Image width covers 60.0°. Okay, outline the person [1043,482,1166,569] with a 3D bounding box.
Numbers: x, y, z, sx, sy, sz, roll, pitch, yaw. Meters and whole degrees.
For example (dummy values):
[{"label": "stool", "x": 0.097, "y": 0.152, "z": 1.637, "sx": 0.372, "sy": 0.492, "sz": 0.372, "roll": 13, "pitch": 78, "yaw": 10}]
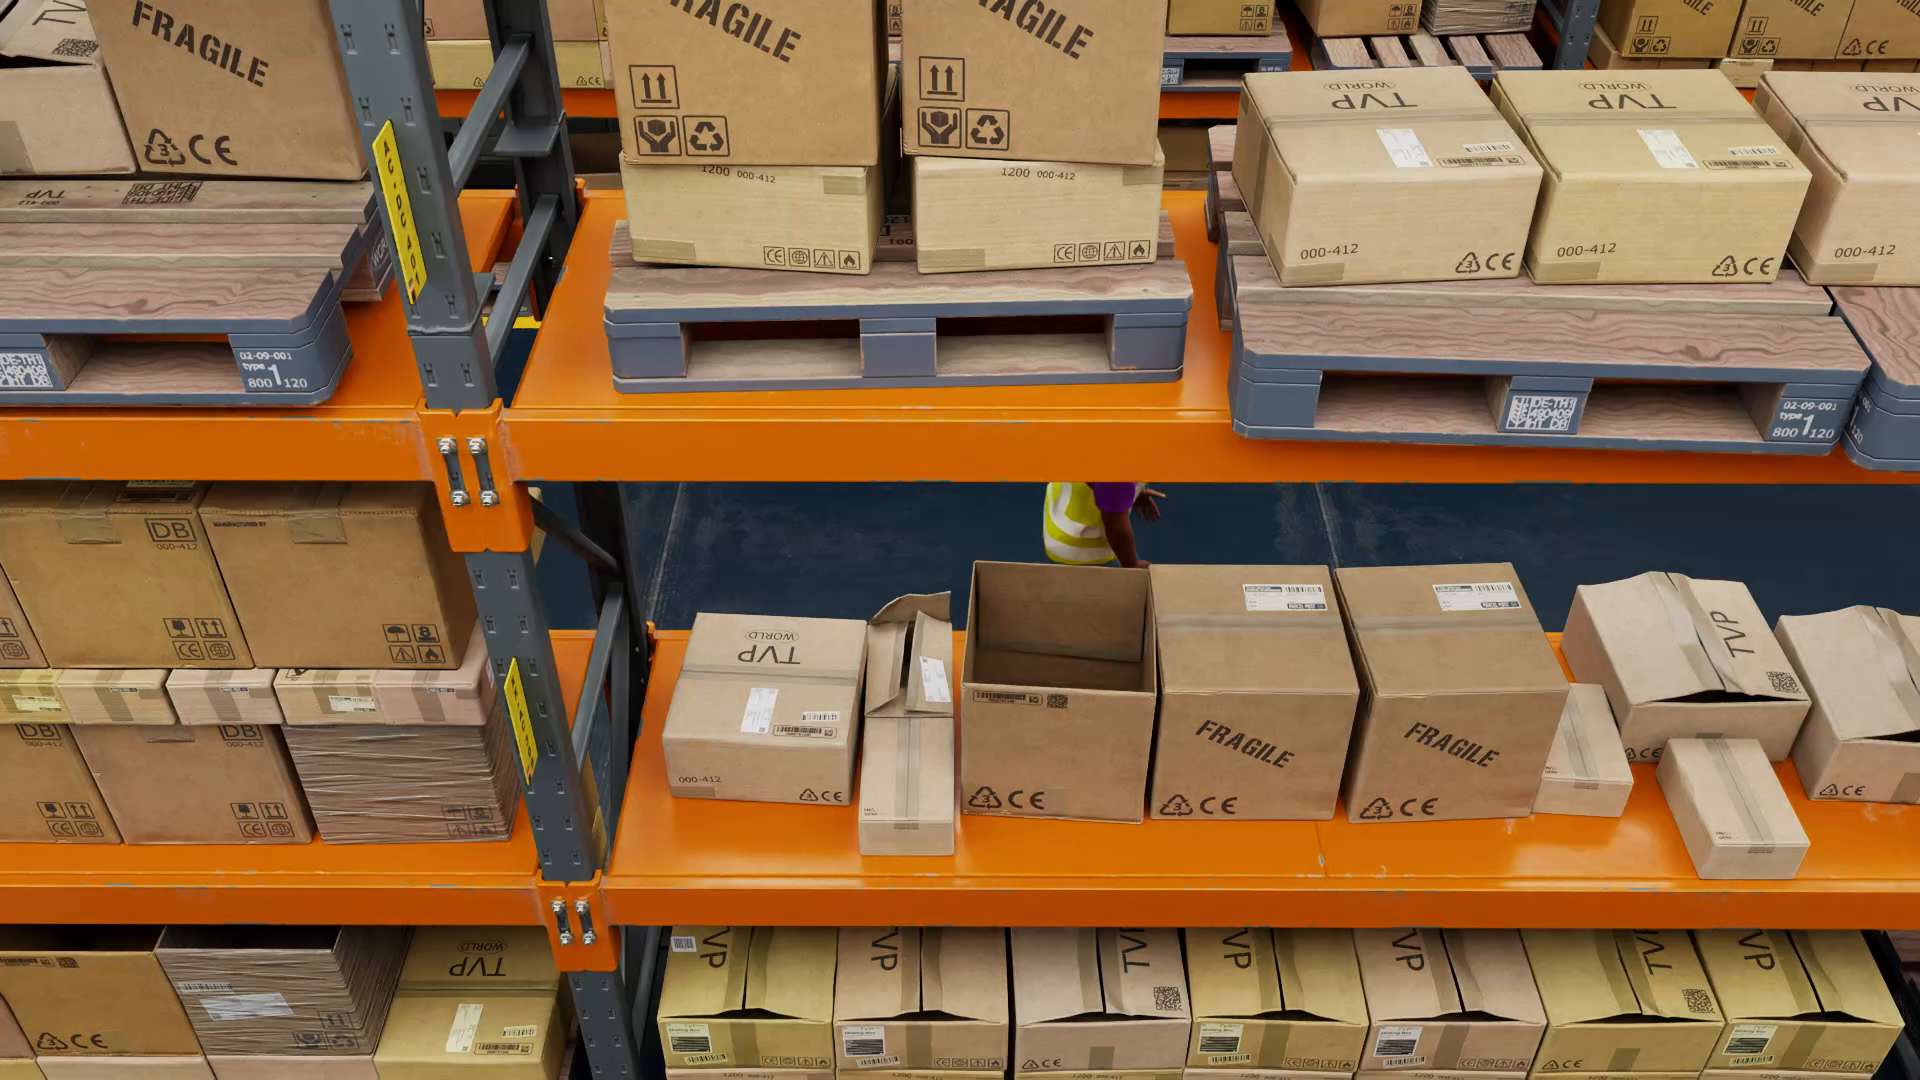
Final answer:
[{"label": "person", "x": 0.567, "y": -0.038, "z": 6.252, "sx": 0.511, "sy": 1.683, "sz": 0.602, "roll": 1, "pitch": 39, "yaw": 1}]
